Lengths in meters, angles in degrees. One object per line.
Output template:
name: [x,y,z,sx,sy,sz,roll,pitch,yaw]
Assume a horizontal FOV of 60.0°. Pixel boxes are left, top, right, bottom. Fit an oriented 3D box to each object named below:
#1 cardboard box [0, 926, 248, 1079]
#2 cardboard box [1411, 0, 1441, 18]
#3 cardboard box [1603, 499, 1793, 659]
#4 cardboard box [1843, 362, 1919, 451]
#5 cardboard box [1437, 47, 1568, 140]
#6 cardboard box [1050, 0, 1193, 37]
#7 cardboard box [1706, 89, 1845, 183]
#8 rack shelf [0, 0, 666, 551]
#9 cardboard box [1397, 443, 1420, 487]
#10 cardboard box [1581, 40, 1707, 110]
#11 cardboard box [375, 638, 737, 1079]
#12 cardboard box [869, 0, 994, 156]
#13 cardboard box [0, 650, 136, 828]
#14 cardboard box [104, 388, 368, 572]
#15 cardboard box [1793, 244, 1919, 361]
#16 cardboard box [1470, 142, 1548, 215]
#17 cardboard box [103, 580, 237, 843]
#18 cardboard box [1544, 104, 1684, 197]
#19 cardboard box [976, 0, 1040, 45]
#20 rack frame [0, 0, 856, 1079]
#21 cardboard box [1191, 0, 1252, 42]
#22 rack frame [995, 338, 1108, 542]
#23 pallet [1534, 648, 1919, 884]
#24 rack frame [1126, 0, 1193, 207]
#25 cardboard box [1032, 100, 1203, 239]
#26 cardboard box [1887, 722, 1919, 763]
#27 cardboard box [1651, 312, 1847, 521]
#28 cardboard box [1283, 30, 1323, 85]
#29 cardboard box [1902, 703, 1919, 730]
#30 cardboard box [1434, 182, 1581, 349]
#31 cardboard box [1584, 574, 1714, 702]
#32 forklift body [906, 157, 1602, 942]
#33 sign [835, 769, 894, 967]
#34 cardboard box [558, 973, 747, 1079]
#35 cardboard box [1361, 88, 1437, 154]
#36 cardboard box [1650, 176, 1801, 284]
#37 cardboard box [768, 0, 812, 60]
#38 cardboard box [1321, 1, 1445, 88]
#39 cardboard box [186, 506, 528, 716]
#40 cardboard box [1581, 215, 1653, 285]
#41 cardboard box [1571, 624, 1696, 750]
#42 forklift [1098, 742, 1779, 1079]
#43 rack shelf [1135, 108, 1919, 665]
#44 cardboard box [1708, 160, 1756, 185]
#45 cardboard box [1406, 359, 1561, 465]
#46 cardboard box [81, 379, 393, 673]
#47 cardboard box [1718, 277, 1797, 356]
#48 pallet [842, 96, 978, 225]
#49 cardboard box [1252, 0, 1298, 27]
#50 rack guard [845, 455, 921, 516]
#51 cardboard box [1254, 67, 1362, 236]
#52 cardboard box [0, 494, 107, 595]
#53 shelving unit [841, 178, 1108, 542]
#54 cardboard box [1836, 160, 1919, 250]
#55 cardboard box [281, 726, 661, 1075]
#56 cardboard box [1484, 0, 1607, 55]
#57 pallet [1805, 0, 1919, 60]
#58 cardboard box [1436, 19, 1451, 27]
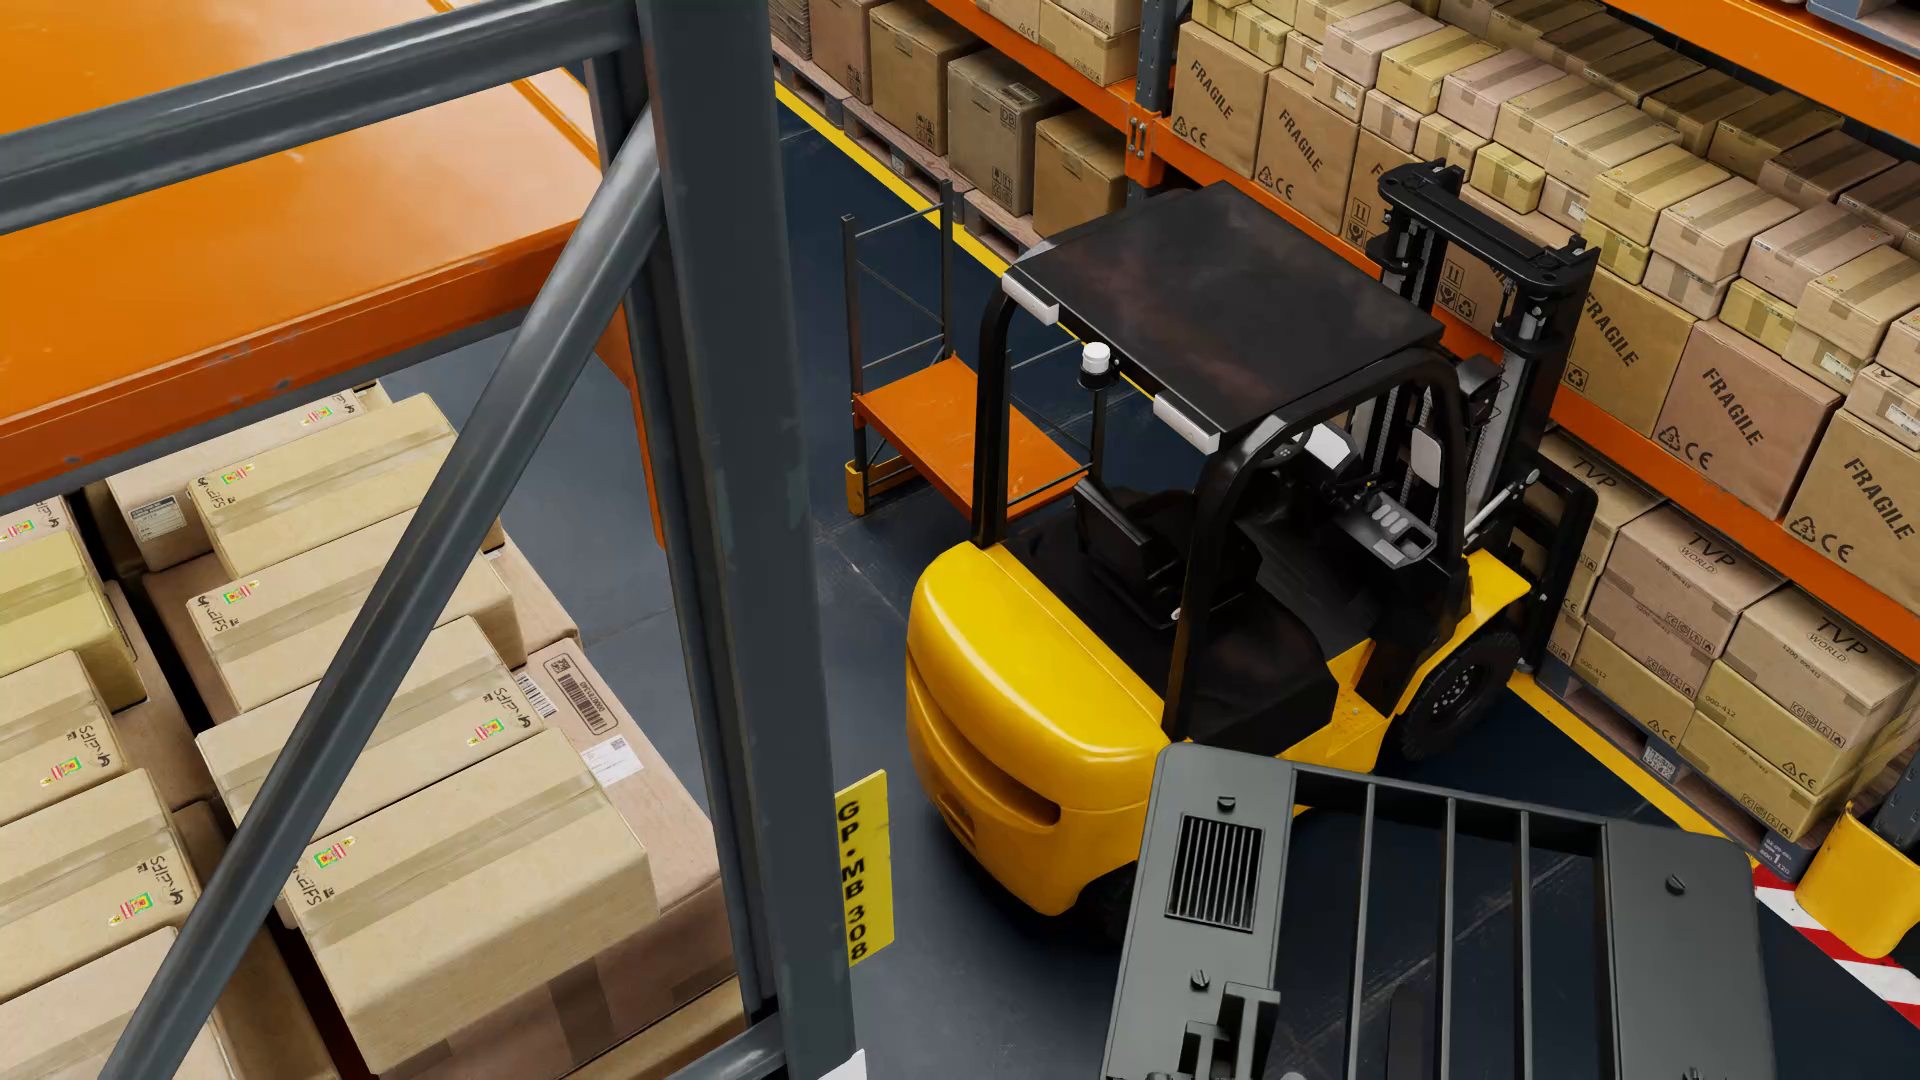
cardboard box: [-1.002,0.640,1.831,0.380,0.149,0.250,-25,49,-24]
cardboard box: [1.917,-2.245,6.663,0.380,0.149,0.250,-26,50,-25]
cardboard box: [2.687,0.091,5.936,0.500,0.250,0.500,-25,49,-24]
cardboard box: [2.904,-0.455,5.003,0.380,0.149,0.250,-25,49,-24]
cardboard box: [1.956,-1.613,6.001,0.380,0.149,0.250,-26,49,-25]
cardboard box: [0.724,-2.535,7.470,0.500,0.250,0.500,-27,50,-25]
cardboard box: [2.831,-1.397,5.775,0.380,0.149,0.250,-27,50,-25]
rack shelf: [-1.710,-1.044,2.341,1.077,0.370,4.000,-26,49,-24]
cardboard box: [2.094,-0.313,6.722,0.500,0.250,0.500,-26,49,-25]
cardboard box: [2.471,-1.654,6.044,0.380,0.149,0.250,-24,49,-23]
cardboard box: [-0.635,0.469,2.298,0.500,0.250,0.500,-27,50,-25]
cardboard box: [0.038,-2.683,9.294,0.875,0.625,0.625,-28,50,-26]
cardboard box: [-1.279,0.341,2.143,0.380,0.149,0.250,-26,50,-25]
cardboard box: [-1.154,-0.143,2.651,0.380,0.149,0.250,-26,49,-25]
cardboard box: [2.787,-0.728,5.074,0.380,0.149,0.250,-25,49,-24]
cardboard box: [2.050,-1.334,5.924,0.380,0.149,0.250,-27,50,-25]
cardboard box: [-1.356,0.385,2.386,0.500,0.250,0.500,-26,50,-25]
cardboard box: [2.243,-1.330,5.704,0.380,0.149,0.250,-25,49,-24]
cardboard box: [0.420,-2.641,7.944,0.500,0.250,0.500,-26,49,-25]
rack frame: [-0.566,-0.173,0.905,1.000,3.000,0.127,-26,49,-24]
cardboard box: [1.181,-2.217,6.849,0.380,0.149,0.250,-26,50,-25]
rack frame: [0.340,-0.206,6.371,0.500,1.500,0.032,-26,49,-24]
pallet: [3.031,0.626,6.432,1.003,0.211,1.213,-26,49,-24]
rack frame: [1.215,-2.231,7.406,1.000,3.000,0.127,-26,49,-24]
cardboard box: [0.907,-1.815,8.386,0.875,0.625,0.625,-24,48,-23]
cardboard box: [3.382,0.522,6.209,0.500,0.250,0.500,-26,49,-24]
cardboard box: [2.717,-0.474,5.493,0.500,0.500,0.500,-24,49,-23]
cardboard box: [1.503,-1.935,6.553,0.380,0.149,0.250,-26,49,-25]
cardboard box: [3.404,0.348,6.029,0.500,0.250,0.500,-25,49,-24]
cardboard box: [2.127,-1.045,6.091,0.500,0.500,0.500,-25,49,-24]
cardboard box: [2.690,0.256,6.126,0.500,0.250,0.500,-26,50,-25]
forklift body: [0.922,-0.012,5.696,2.313,2.155,1.214,-26,49,-24]
sign: [-0.121,0.382,1.863,0.100,0.325,0.005,-26,49,-24]
cardboard box: [-0.489,0.687,2.359,0.380,0.149,0.250,-26,49,-24]
cardboard box: [1.732,-1.617,6.220,0.380,0.149,0.250,-26,50,-25]
cardboard box: [2.465,-1.003,5.361,0.380,0.149,0.250,-25,49,-23]
cardboard box: [-0.728,-3.431,10.078,0.875,0.625,0.625,-24,49,-23]
cardboard box: [1.594,-1.872,6.272,0.380,0.149,0.250,-25,49,-24]
cardboard box: [-0.852,0.131,2.364,0.380,0.149,0.250,-26,49,-24]
cardboard box: [2.321,-1.039,5.615,0.380,0.149,0.250,-25,49,-24]
cardboard box: [2.698,0.450,6.284,0.500,0.250,0.500,-26,49,-24]
forklift: [0.815,1.519,3.528,1.130,2.935,3.031,9,44,9]
rack shelf: [2.359,-0.838,6.468,1.077,0.370,4.000,-26,49,-24]
cardboard box: [2.844,-1.287,5.875,0.380,0.149,0.250,-24,49,-23]
cardboard box: [2.106,-0.481,6.535,0.500,0.250,0.500,-27,50,-25]
cardboard box: [-1.231,-0.103,2.897,0.500,0.250,0.500,-24,49,-23]
cardboard box: [2.674,-0.771,5.334,0.380,0.149,0.250,-26,49,-25]
pallet: [0.059,-2.316,9.514,1.003,0.211,1.213,-26,49,-24]
cardboard box: [1.392,-2.206,6.622,0.380,0.149,0.250,-25,49,-24]
rack guard: [-0.241,-0.329,7.405,0.587,0.250,0.087,-26,49,-24]
cardboard box: [1.566,-1.624,6.698,0.500,0.500,0.500,-25,49,-24]
cardboard box: [-1.516,0.036,2.463,0.380,0.149,0.250,-26,49,-24]
shelving unit: [0.044,-0.499,6.678,0.587,1.500,1.083,-26,49,-24]
cardboard box: [3.072,-1.070,5.432,0.380,0.149,0.250,-25,49,-24]
cardboard box: [-0.602,0.433,2.047,0.380,0.149,0.250,-26,49,-25]
cardboard box: [2.244,-1.973,6.378,0.380,0.149,0.250,-26,50,-25]
pallet: [3.120,-1.429,4.458,1.003,0.211,1.213,-26,49,-24]
cardboard box: [2.105,-2.008,6.630,0.380,0.149,0.250,-25,49,-24]
